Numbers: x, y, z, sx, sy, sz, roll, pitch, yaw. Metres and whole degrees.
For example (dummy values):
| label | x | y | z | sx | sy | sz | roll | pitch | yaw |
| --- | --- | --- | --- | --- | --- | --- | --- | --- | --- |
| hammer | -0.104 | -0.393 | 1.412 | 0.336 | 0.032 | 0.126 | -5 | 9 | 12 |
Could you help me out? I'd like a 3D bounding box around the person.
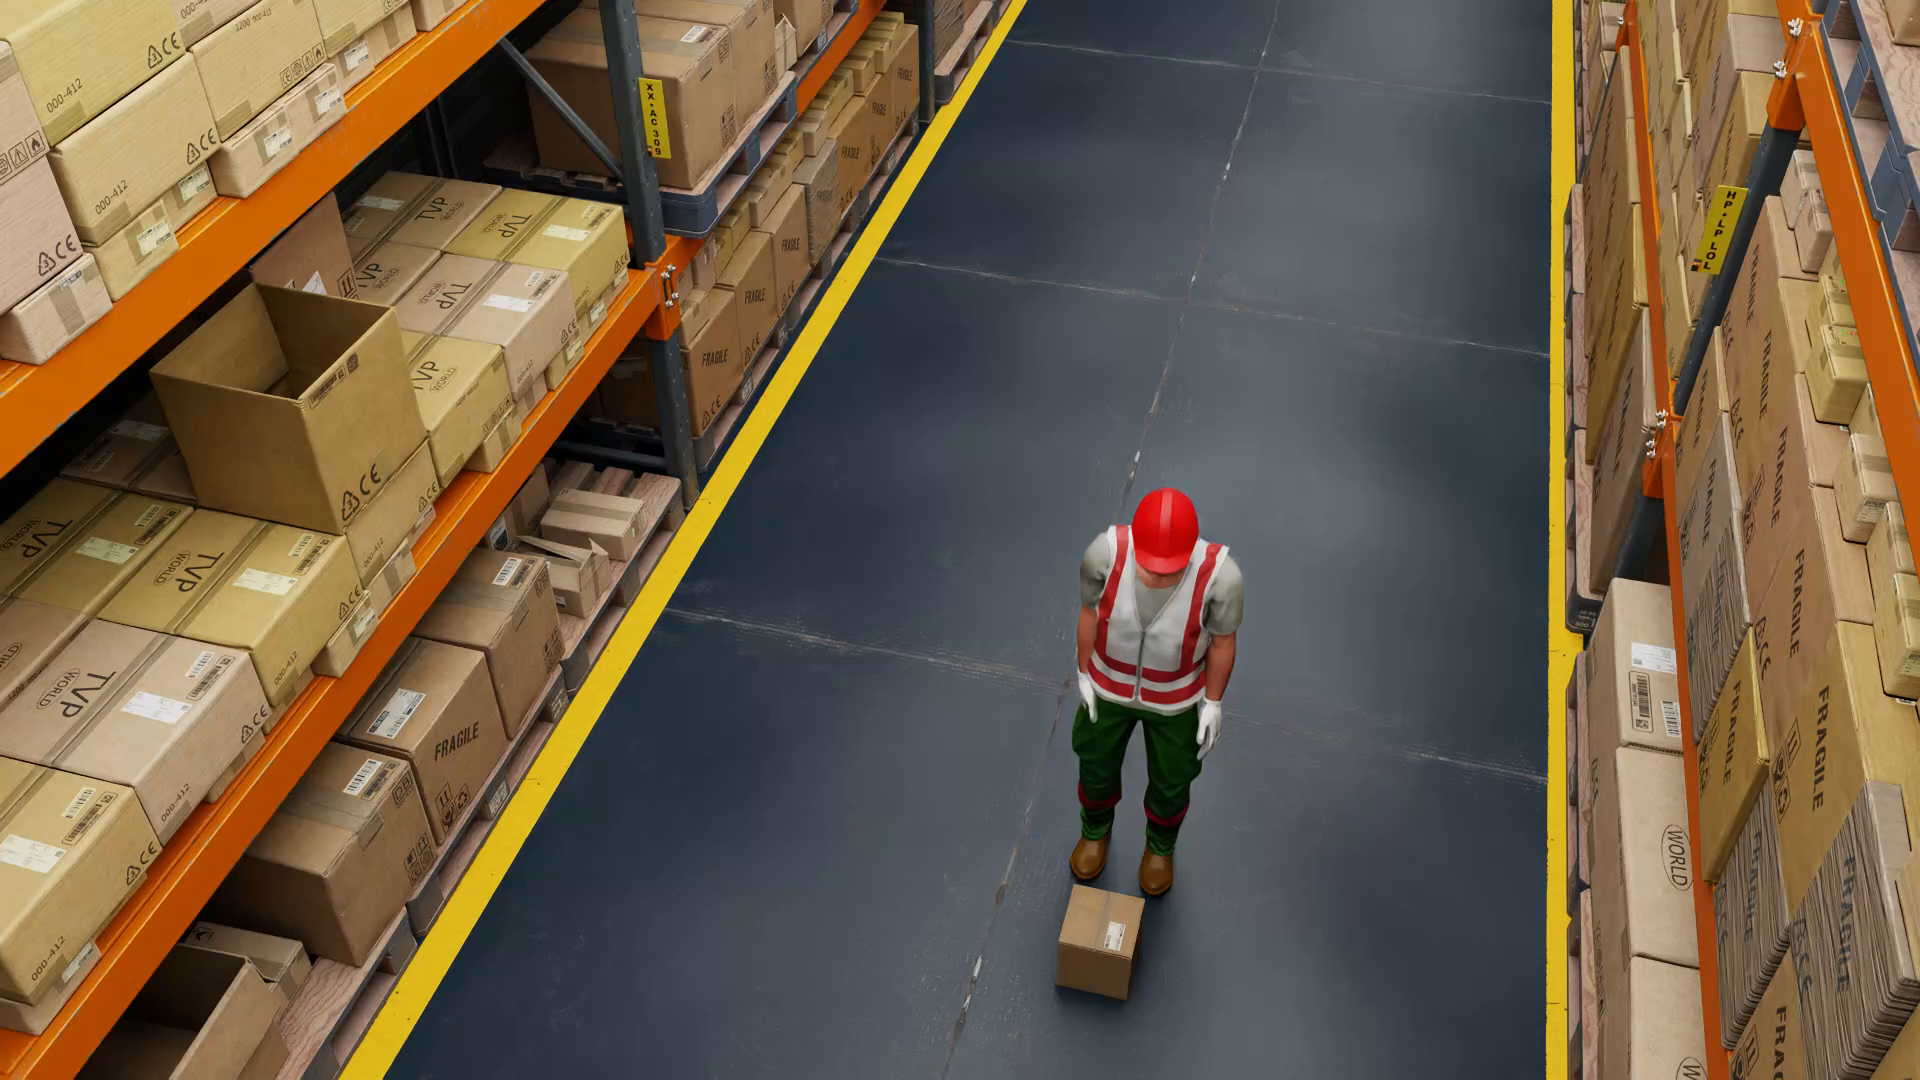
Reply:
| label | x | y | z | sx | sy | sz | roll | pitch | yaw |
| --- | --- | --- | --- | --- | --- | --- | --- | --- | --- |
| person | 0.570 | 1.022 | 5.792 | 0.535 | 0.865 | 0.928 | 9 | 42 | 11 |
